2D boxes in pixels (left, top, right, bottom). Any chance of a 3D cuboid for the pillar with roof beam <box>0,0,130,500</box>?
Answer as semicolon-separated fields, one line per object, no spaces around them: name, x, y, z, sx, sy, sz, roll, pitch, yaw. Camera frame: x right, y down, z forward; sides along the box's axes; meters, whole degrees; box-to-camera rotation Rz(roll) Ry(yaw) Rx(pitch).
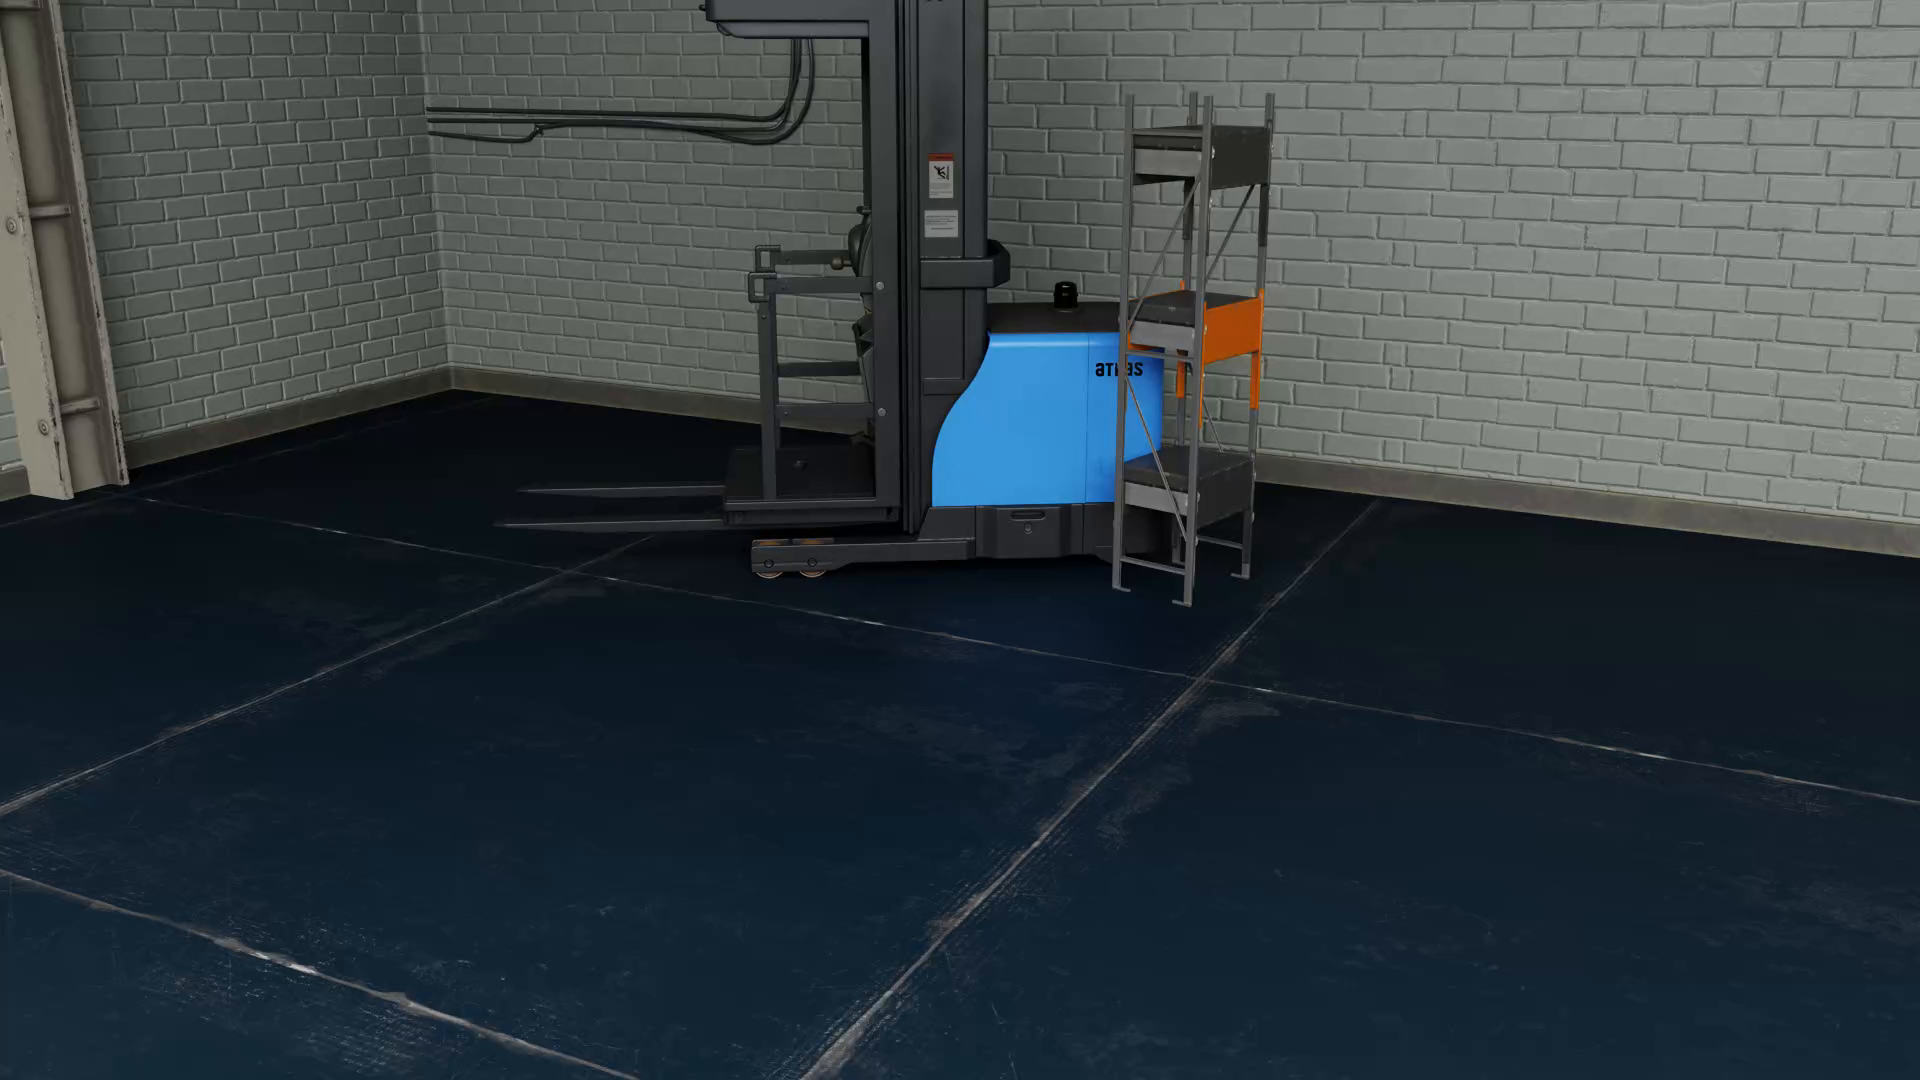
pillar with roof beam;-0.896;-4.046;5.841;9.100;9.000;0.400;8;18;25

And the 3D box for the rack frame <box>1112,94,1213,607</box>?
rack frame;0.828;-0.759;6.891;0.400;2.100;0.015;13;21;37

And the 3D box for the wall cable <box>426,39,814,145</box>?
wall cable;-2.248;-3.687;10.087;3.097;2.526;0.112;8;18;25

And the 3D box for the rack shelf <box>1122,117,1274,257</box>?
rack shelf;0.982;-1.471;6.877;0.431;0.518;0.480;13;21;37

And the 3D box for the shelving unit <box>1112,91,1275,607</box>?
shelving unit;0.982;-0.813;7.072;0.431;2.100;0.503;13;21;37

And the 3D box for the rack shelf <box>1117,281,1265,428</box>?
rack shelf;0.982;-0.800;7.076;0.431;0.518;0.480;13;21;37

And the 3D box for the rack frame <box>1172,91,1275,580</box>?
rack frame;1.136;-0.866;7.254;0.400;2.100;0.015;13;21;37

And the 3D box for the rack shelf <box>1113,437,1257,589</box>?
rack shelf;0.982;-0.128;7.276;0.431;0.518;0.480;13;21;37

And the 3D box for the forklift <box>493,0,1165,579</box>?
forklift;-0.620;-1.390;7.555;3.031;2.935;1.130;-1;17;-5
